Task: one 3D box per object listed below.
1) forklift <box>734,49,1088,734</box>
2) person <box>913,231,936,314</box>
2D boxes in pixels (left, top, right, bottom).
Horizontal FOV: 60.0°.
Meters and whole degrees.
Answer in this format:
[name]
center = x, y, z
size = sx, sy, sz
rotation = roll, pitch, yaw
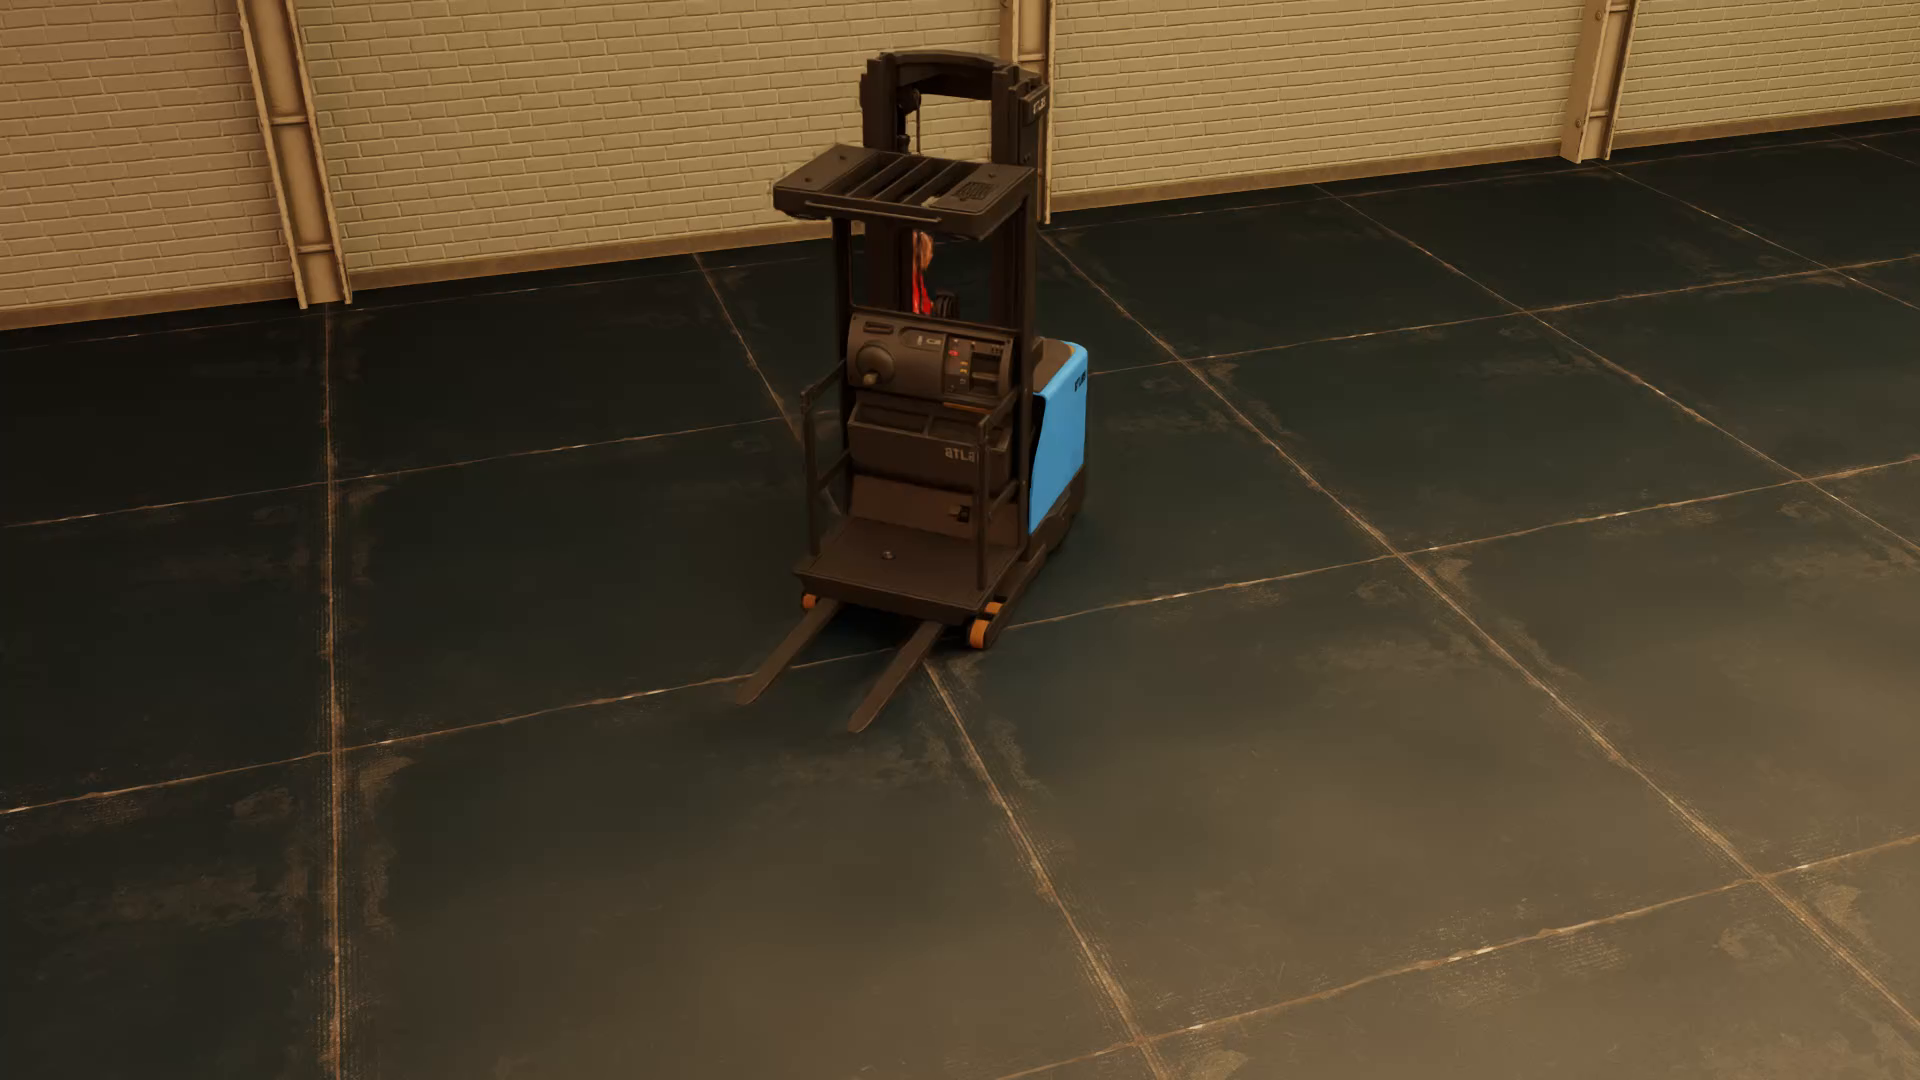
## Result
[forklift]
center = -0.242, -0.914, 8.675
size = 1.130, 2.935, 3.031
rotation = 11, 32, 19
[person]
center = -0.177, -1.226, 10.586
size = 0.635, 1.608, 0.791
rotation = -7, 31, -12
